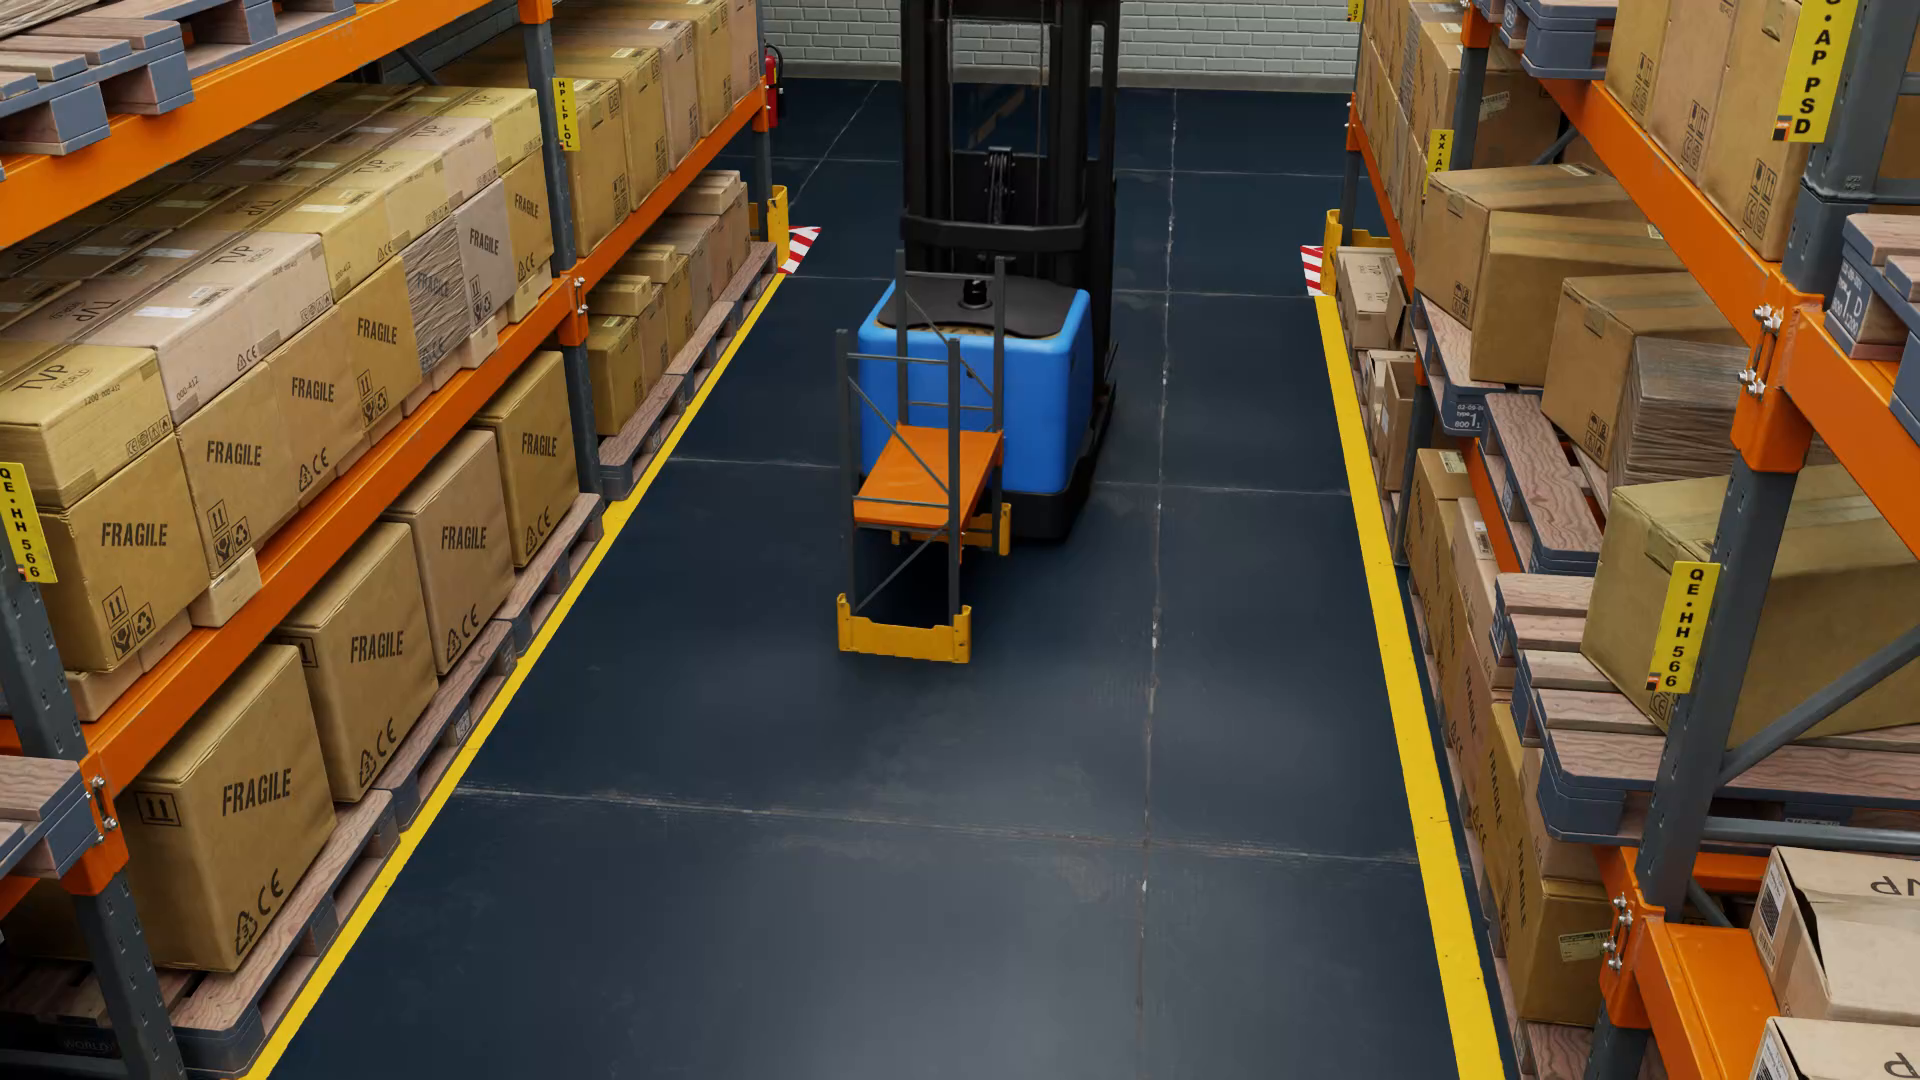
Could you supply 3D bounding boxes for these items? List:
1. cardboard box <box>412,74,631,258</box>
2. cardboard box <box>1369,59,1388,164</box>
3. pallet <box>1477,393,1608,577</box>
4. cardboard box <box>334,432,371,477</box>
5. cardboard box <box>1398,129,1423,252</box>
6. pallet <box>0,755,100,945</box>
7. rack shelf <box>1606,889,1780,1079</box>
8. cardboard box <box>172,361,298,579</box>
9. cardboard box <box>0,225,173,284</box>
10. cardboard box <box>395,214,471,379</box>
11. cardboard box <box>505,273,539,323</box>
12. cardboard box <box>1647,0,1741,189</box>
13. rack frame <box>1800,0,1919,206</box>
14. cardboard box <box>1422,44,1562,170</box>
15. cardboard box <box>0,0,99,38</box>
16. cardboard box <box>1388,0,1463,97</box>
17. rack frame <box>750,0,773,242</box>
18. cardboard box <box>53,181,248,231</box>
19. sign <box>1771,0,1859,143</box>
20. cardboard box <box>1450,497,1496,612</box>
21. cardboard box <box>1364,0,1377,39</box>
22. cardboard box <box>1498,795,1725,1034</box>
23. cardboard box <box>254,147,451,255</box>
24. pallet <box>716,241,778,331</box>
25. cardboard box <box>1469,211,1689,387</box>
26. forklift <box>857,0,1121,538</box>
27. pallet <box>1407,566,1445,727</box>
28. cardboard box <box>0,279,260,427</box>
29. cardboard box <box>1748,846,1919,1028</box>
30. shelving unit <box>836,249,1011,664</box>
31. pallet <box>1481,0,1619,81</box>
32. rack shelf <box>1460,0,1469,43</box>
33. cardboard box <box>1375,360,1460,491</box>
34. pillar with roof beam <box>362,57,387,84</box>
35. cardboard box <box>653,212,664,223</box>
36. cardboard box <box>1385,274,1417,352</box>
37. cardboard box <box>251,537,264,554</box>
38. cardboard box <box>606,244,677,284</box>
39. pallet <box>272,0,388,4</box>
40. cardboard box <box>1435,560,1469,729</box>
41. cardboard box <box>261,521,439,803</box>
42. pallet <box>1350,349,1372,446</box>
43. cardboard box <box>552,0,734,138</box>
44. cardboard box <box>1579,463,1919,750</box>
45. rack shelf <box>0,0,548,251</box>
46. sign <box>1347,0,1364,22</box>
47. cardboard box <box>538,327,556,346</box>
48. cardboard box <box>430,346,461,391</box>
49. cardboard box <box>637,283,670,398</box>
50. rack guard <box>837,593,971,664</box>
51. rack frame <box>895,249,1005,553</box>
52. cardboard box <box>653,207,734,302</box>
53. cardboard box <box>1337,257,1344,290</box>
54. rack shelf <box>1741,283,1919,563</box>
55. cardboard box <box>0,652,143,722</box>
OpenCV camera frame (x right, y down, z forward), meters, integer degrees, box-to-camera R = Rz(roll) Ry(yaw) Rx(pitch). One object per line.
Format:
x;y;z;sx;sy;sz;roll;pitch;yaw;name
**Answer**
-2.240;-1.862;8.227;0.980;0.700;0.700;4;29;7;cardboard box
2.646;-2.443;9.517;0.500;0.500;0.500;3;28;6;cardboard box
2.338;-0.137;5.545;1.003;0.211;1.213;3;28;6;pallet
-2.365;-0.355;5.990;0.380;0.149;0.250;4;29;6;cardboard box
2.462;-1.726;8.186;0.500;0.500;0.500;4;29;8;cardboard box
-2.794;0.834;3.742;1.213;0.211;1.003;3;28;6;pallet
1.859;1.952;2.223;1.077;0.370;4.000;3;28;6;rack shelf
-2.426;-0.236;5.085;0.500;0.500;0.500;4;29;8;cardboard box
-2.882;-0.820;5.378;0.500;0.250;0.500;3;28;5;cardboard box
-2.252;-0.950;6.411;0.500;0.500;0.500;3;29;6;cardboard box
-2.091;-1.078;7.331;0.380;0.149;0.250;4;29;7;cardboard box
2.186;-1.118;3.895;0.910;0.500;0.500;3;28;6;cardboard box
2.104;-1.947;2.377;1.000;3.000;0.127;3;28;6;rack frame
2.399;-1.926;7.503;0.500;0.500;0.500;3;29;6;cardboard box
-2.798;-1.635;4.390;0.700;0.500;0.500;2;28;3;cardboard box
2.584;-2.642;8.831;0.500;0.500;0.500;3;28;6;cardboard box
-1.833;-3.358;11.321;1.000;3.000;0.127;3;28;6;rack frame
-2.820;-1.059;5.823;0.500;0.250;0.500;3;28;5;cardboard box
1.566;-0.887;3.026;0.100;0.325;0.005;3;28;6;sign
2.170;0.072;6.335;0.500;0.250;0.500;3;29;6;cardboard box
2.768;-3.363;10.169;0.500;0.500;0.500;4;29;8;cardboard box
1.986;1.147;5.131;0.500;0.500;0.500;4;29;8;cardboard box
-2.261;-1.274;6.222;0.500;0.250;0.500;4;29;7;cardboard box
-1.853;-1.749;11.275;1.003;0.211;1.213;3;28;6;pallet
2.293;-0.881;6.174;0.700;0.500;0.500;8;29;14;cardboard box
0.295;-1.978;8.831;1.130;2.935;3.031;6;29;10;forklift
2.532;0.424;7.241;1.003;0.211;1.213;3;28;6;pallet
-2.436;-0.558;4.892;0.500;0.250;0.500;3;28;5;cardboard box
2.016;0.902;3.508;0.500;0.311;0.500;5;29;9;cardboard box
-0.145;-0.394;7.401;0.587;1.500;1.083;6;29;10;shelving unit
2.320;-1.636;5.159;1.213;0.211;1.003;3;28;6;pallet
2.839;-3.134;8.501;1.077;0.370;4.000;3;28;6;rack shelf
2.382;-0.567;8.311;0.500;0.500;0.500;3;28;6;cardboard box
1.177;-4.246;6.643;9.100;9.000;0.400;3;28;6;pillar with roof beam
-2.095;-2.107;10.507;0.380;0.149;0.250;4;29;7;cardboard box
2.819;-1.168;9.424;0.797;0.503;0.637;3;28;6;cardboard box
-2.478;0.004;5.323;0.380;0.149;0.250;3;28;6;cardboard box
-1.843;-1.588;9.543;0.380;0.149;0.250;3;28;5;cardboard box
-2.386;-2.277;6.353;0.805;0.209;1.217;2;28;4;pallet
2.170;0.418;6.484;0.500;0.500;0.500;4;29;7;cardboard box
-2.479;0.419;6.134;0.750;0.750;0.750;3;28;6;cardboard box
2.826;-0.860;9.625;1.003;0.211;1.213;3;28;6;pallet
-1.963;-2.906;10.166;0.980;0.700;0.700;3;28;6;cardboard box
2.069;0.162;4.239;0.700;0.500;0.500;-6;29;-11;cardboard box
-2.568;-1.538;5.537;1.077;0.370;4.000;3;28;6;rack shelf
2.546;-3.485;10.643;0.100;0.325;0.005;3;28;6;sign
-2.344;-1.135;8.702;0.380;0.149;0.250;3;28;6;cardboard box
-2.237;-0.719;6.666;0.380;0.149;0.250;3;28;6;cardboard box
-2.065;-1.142;9.400;0.700;0.500;0.500;3;28;6;cardboard box
-0.244;0.387;7.268;0.587;0.250;0.087;6;29;10;rack guard
-0.046;-0.627;7.832;0.500;1.500;0.032;6;29;10;rack frame
-1.880;-1.872;10.754;0.700;0.500;0.500;3;28;6;cardboard box
2.661;-1.723;10.810;0.380;0.166;0.250;3;28;6;cardboard box
1.859;0.631;1.511;1.077;0.370;4.000;3;28;6;rack shelf
-2.543;0.368;4.648;0.380;0.149;0.250;3;28;5;cardboard box
